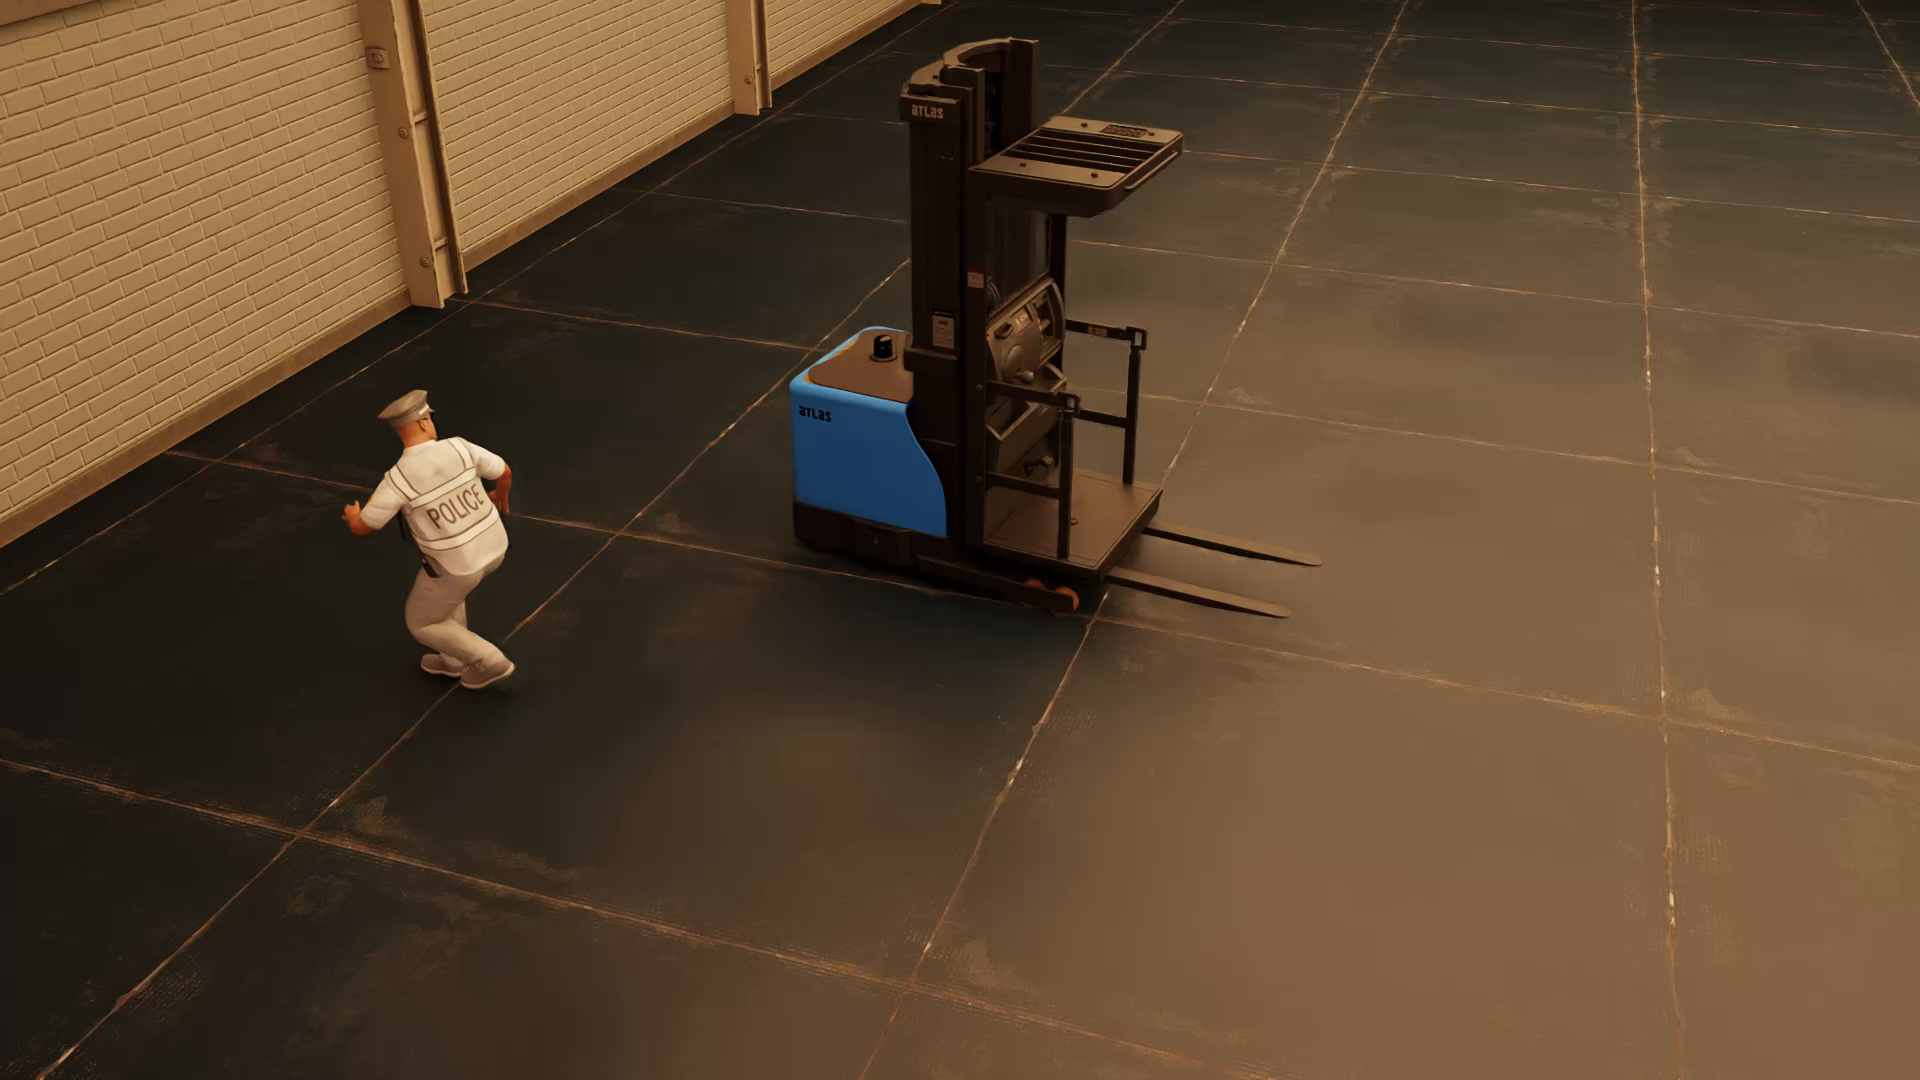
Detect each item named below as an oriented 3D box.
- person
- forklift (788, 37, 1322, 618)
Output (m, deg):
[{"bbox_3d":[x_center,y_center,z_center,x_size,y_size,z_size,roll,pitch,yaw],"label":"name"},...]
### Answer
[{"bbox_3d":[-2.654,-0.018,8.483,0.853,1.640,0.878,16,33,26],"label":"person"},{"bbox_3d":[0.551,-1.142,9.140,3.031,2.935,1.130,14,32,23],"label":"forklift"}]
